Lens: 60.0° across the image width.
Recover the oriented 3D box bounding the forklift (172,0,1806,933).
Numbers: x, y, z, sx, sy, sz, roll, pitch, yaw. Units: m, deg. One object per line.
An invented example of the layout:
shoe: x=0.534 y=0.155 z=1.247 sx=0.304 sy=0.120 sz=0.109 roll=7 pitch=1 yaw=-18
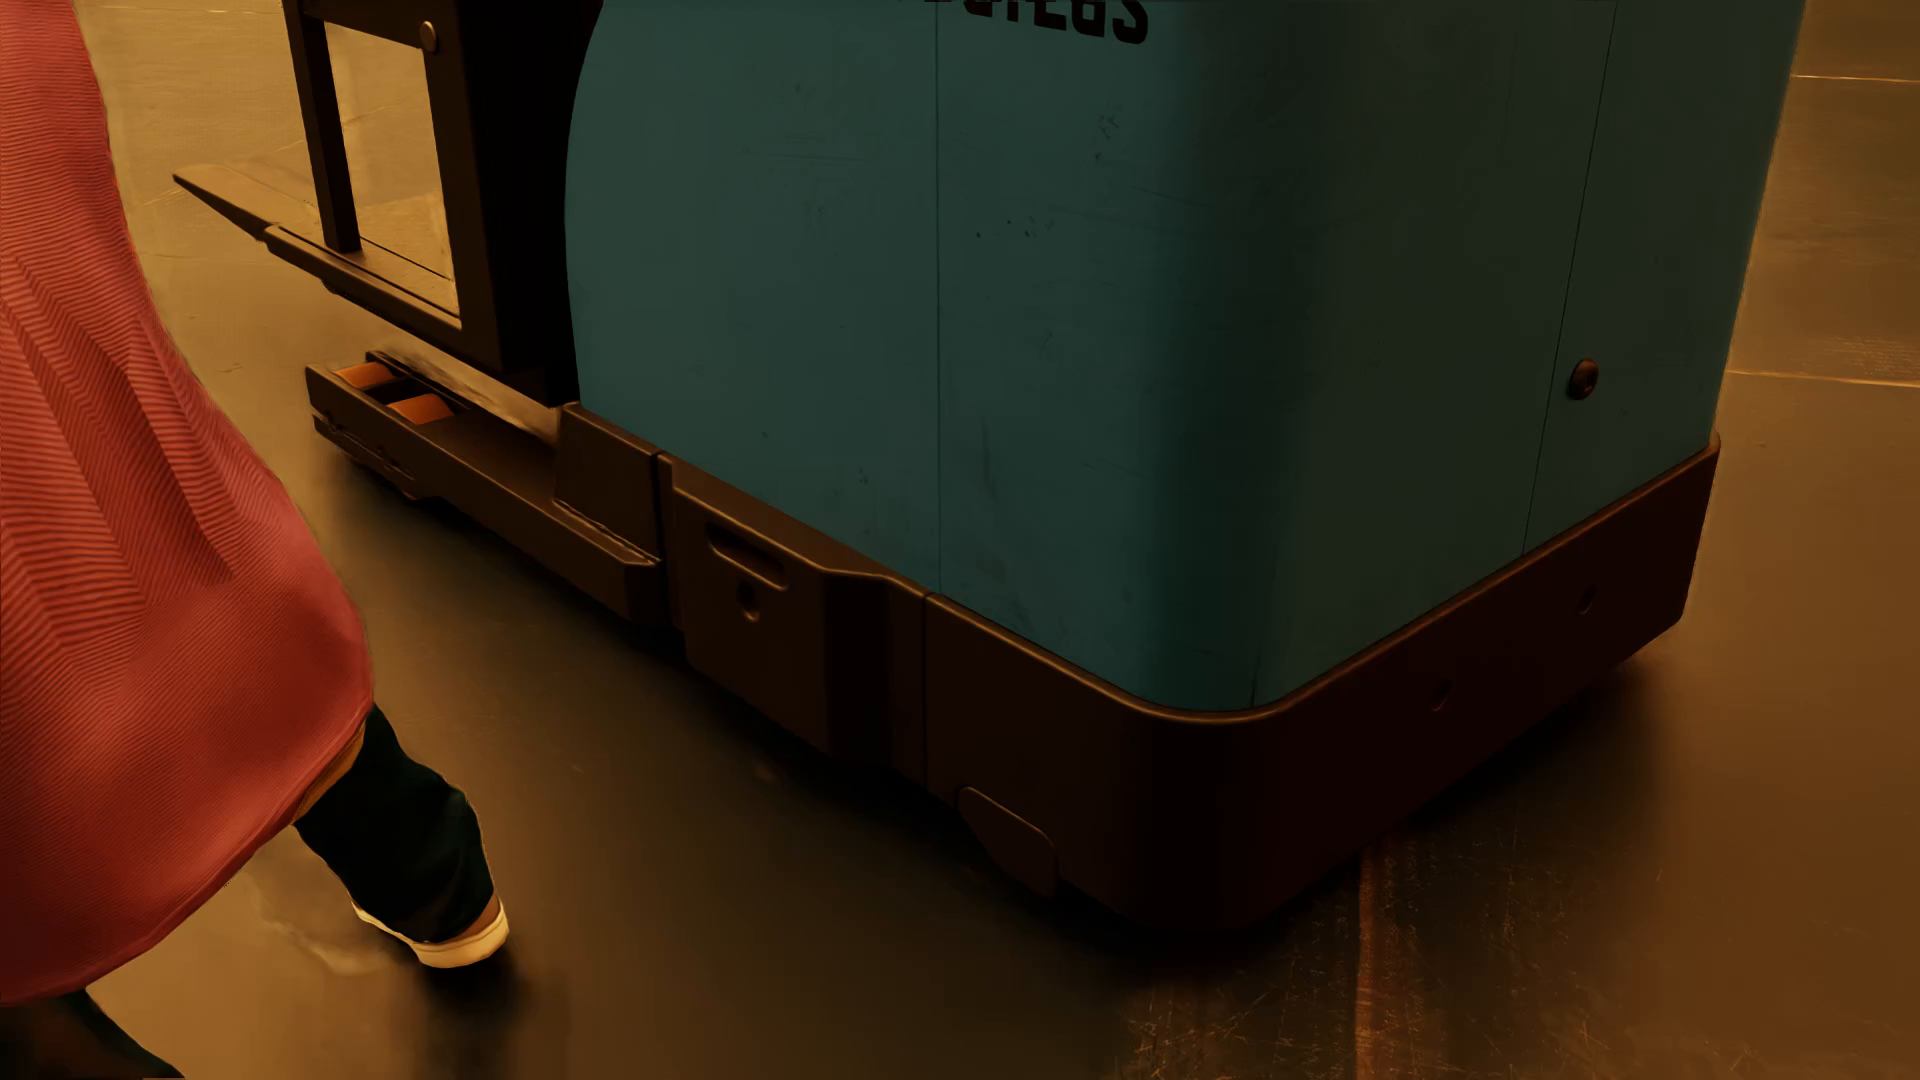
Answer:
forklift: x=-0.423 y=-1.508 z=2.236 sx=1.130 sy=2.935 sz=3.031 roll=-23 pitch=35 yaw=-37

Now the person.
person: x=-0.743 y=0.073 z=0.919 sx=0.715 sy=1.323 sz=1.340 roll=11 pitch=29 yaw=21
